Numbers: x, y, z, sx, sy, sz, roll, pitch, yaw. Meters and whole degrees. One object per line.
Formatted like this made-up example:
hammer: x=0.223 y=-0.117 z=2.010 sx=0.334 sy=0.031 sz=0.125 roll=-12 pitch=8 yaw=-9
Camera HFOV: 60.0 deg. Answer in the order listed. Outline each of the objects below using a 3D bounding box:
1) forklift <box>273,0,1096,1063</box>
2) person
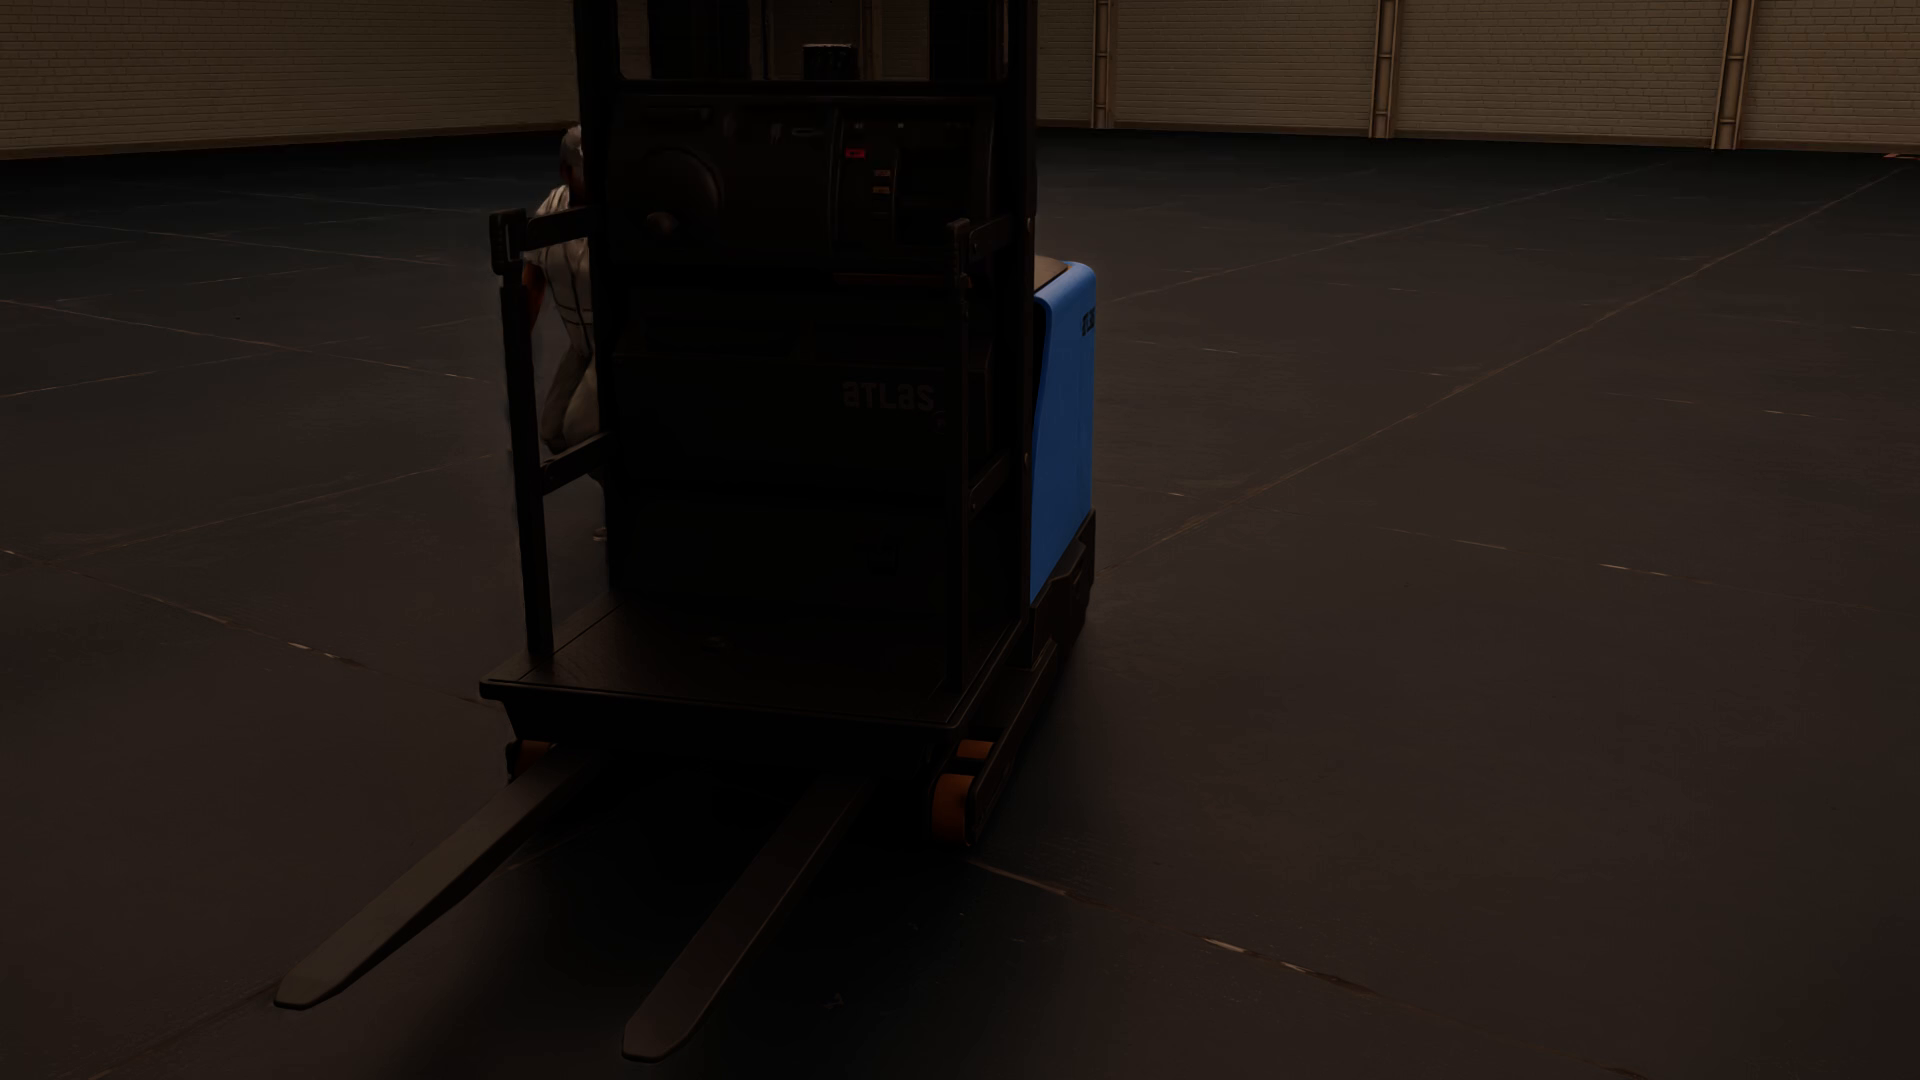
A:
forklift: x=-0.424 y=-0.844 z=3.654 sx=1.130 sy=2.935 sz=3.031 roll=4 pitch=17 yaw=13
person: x=-1.209 y=-0.735 z=5.918 sx=0.757 sy=1.459 sz=0.621 roll=13 pitch=21 yaw=37
